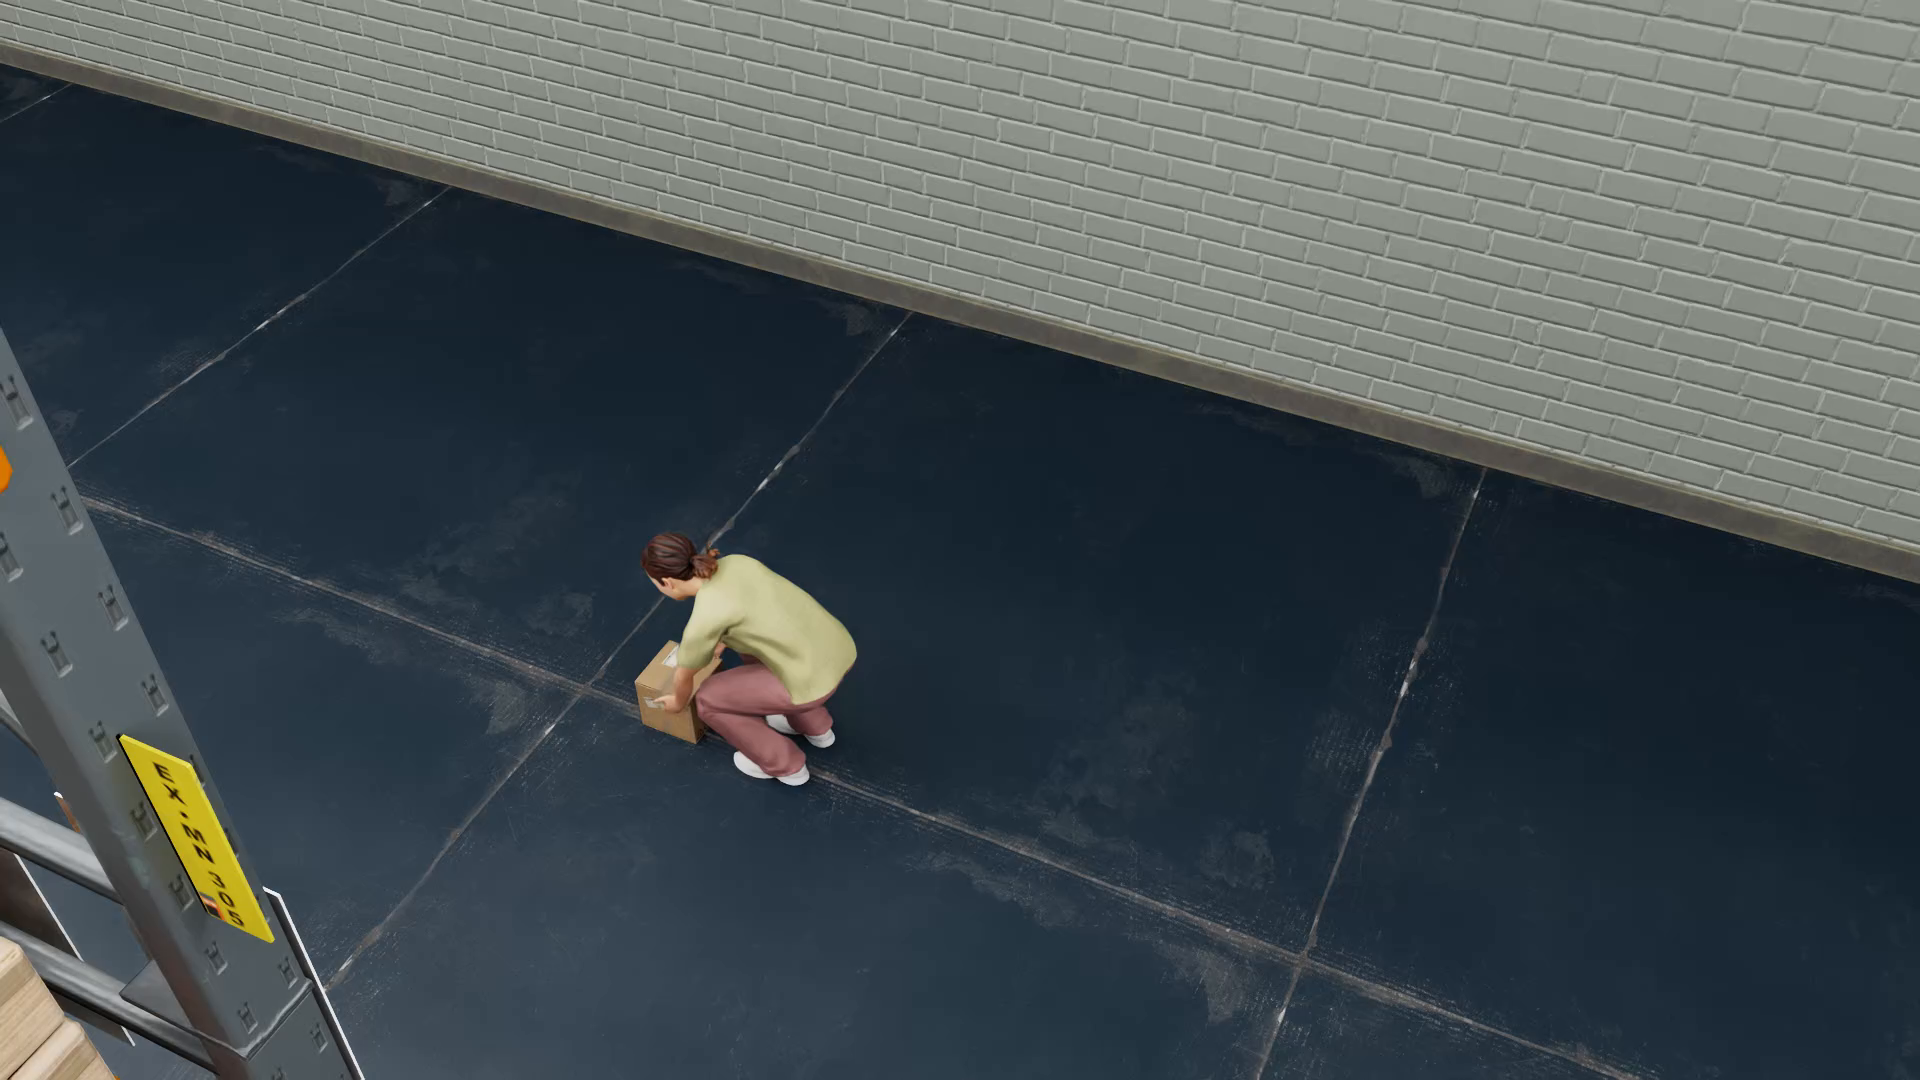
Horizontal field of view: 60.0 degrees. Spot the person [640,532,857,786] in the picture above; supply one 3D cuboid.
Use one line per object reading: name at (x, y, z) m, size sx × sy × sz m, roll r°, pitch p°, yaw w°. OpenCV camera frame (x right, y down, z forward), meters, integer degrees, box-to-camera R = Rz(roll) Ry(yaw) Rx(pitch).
person at (-0.778, 0.439, 6.164) m, size 0.777 × 1.023 × 0.496 m, roll 17°, pitch 45°, yaw 18°
